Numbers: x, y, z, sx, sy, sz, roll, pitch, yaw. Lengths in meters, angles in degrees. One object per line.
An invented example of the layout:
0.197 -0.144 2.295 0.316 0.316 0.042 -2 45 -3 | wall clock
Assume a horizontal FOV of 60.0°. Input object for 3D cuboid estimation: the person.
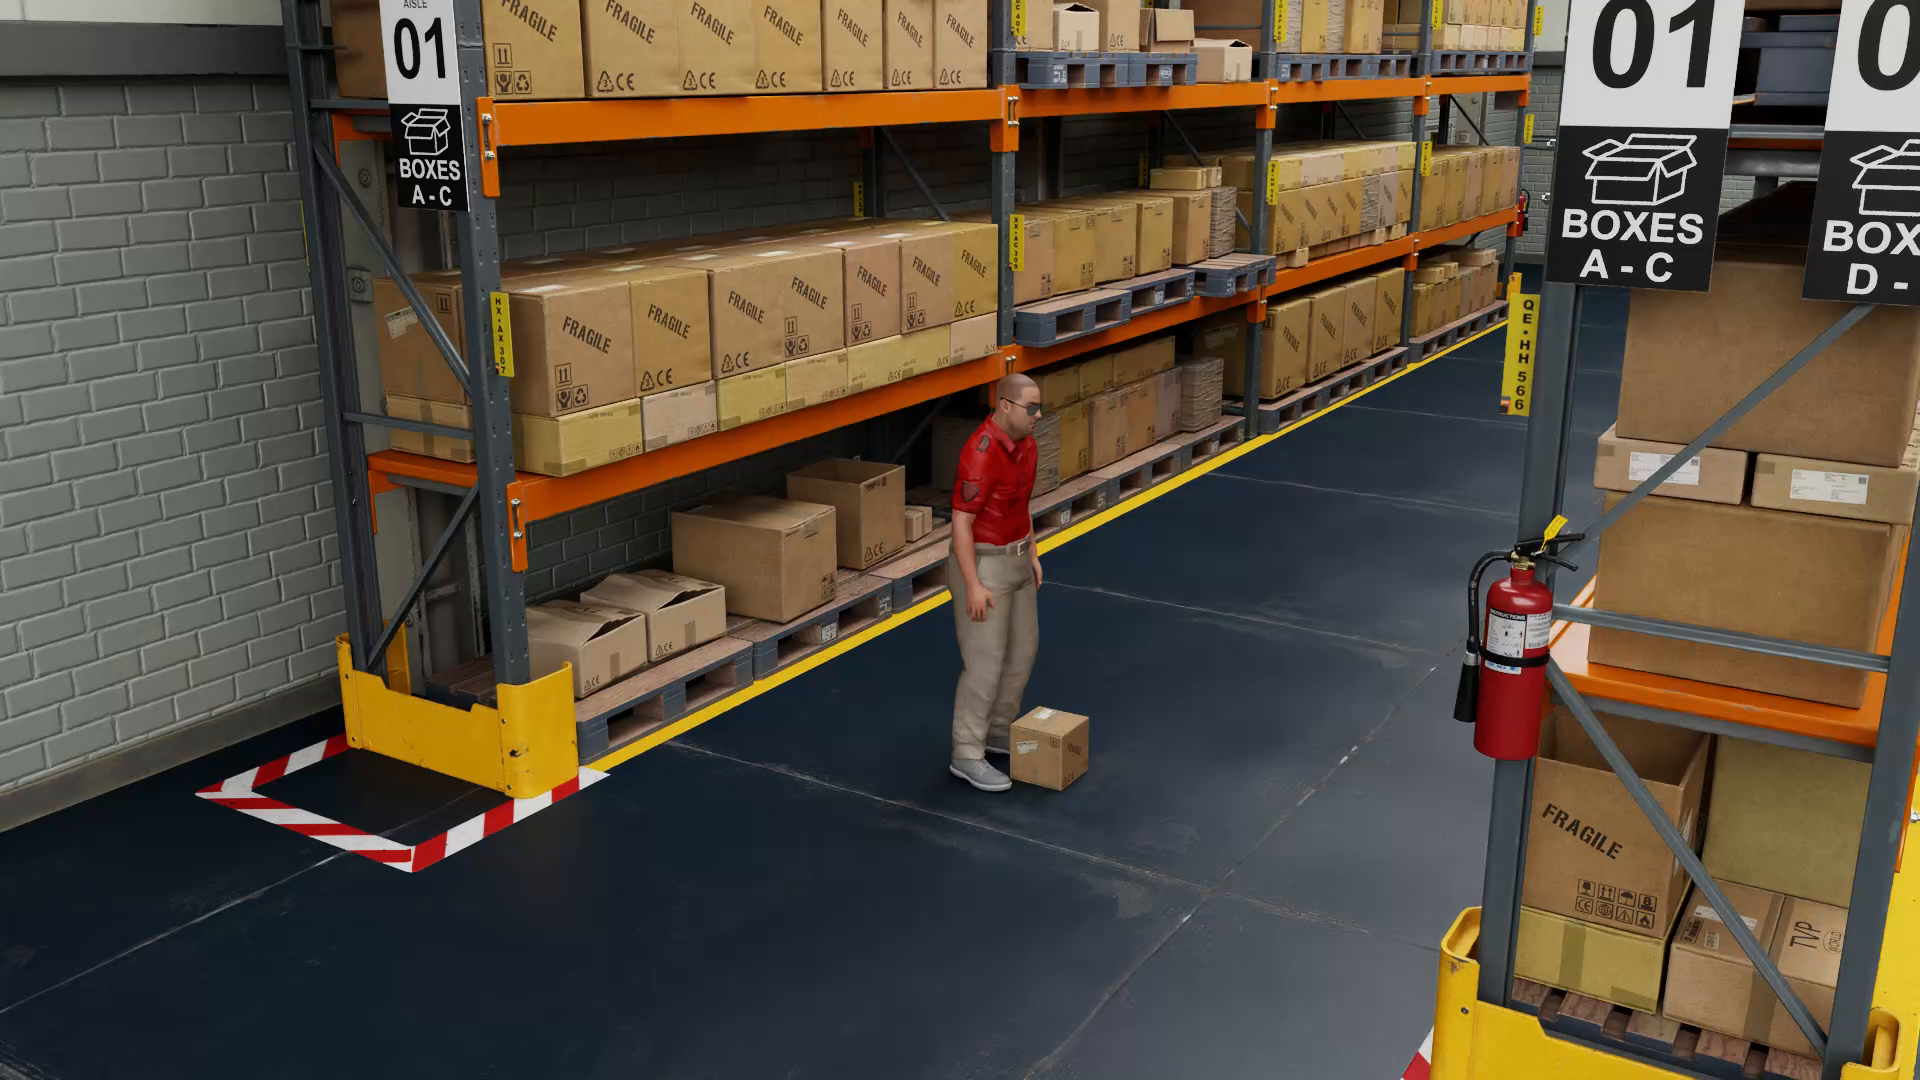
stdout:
0.166 0.145 7.053 0.386 1.726 0.594 9 18 29 | person
